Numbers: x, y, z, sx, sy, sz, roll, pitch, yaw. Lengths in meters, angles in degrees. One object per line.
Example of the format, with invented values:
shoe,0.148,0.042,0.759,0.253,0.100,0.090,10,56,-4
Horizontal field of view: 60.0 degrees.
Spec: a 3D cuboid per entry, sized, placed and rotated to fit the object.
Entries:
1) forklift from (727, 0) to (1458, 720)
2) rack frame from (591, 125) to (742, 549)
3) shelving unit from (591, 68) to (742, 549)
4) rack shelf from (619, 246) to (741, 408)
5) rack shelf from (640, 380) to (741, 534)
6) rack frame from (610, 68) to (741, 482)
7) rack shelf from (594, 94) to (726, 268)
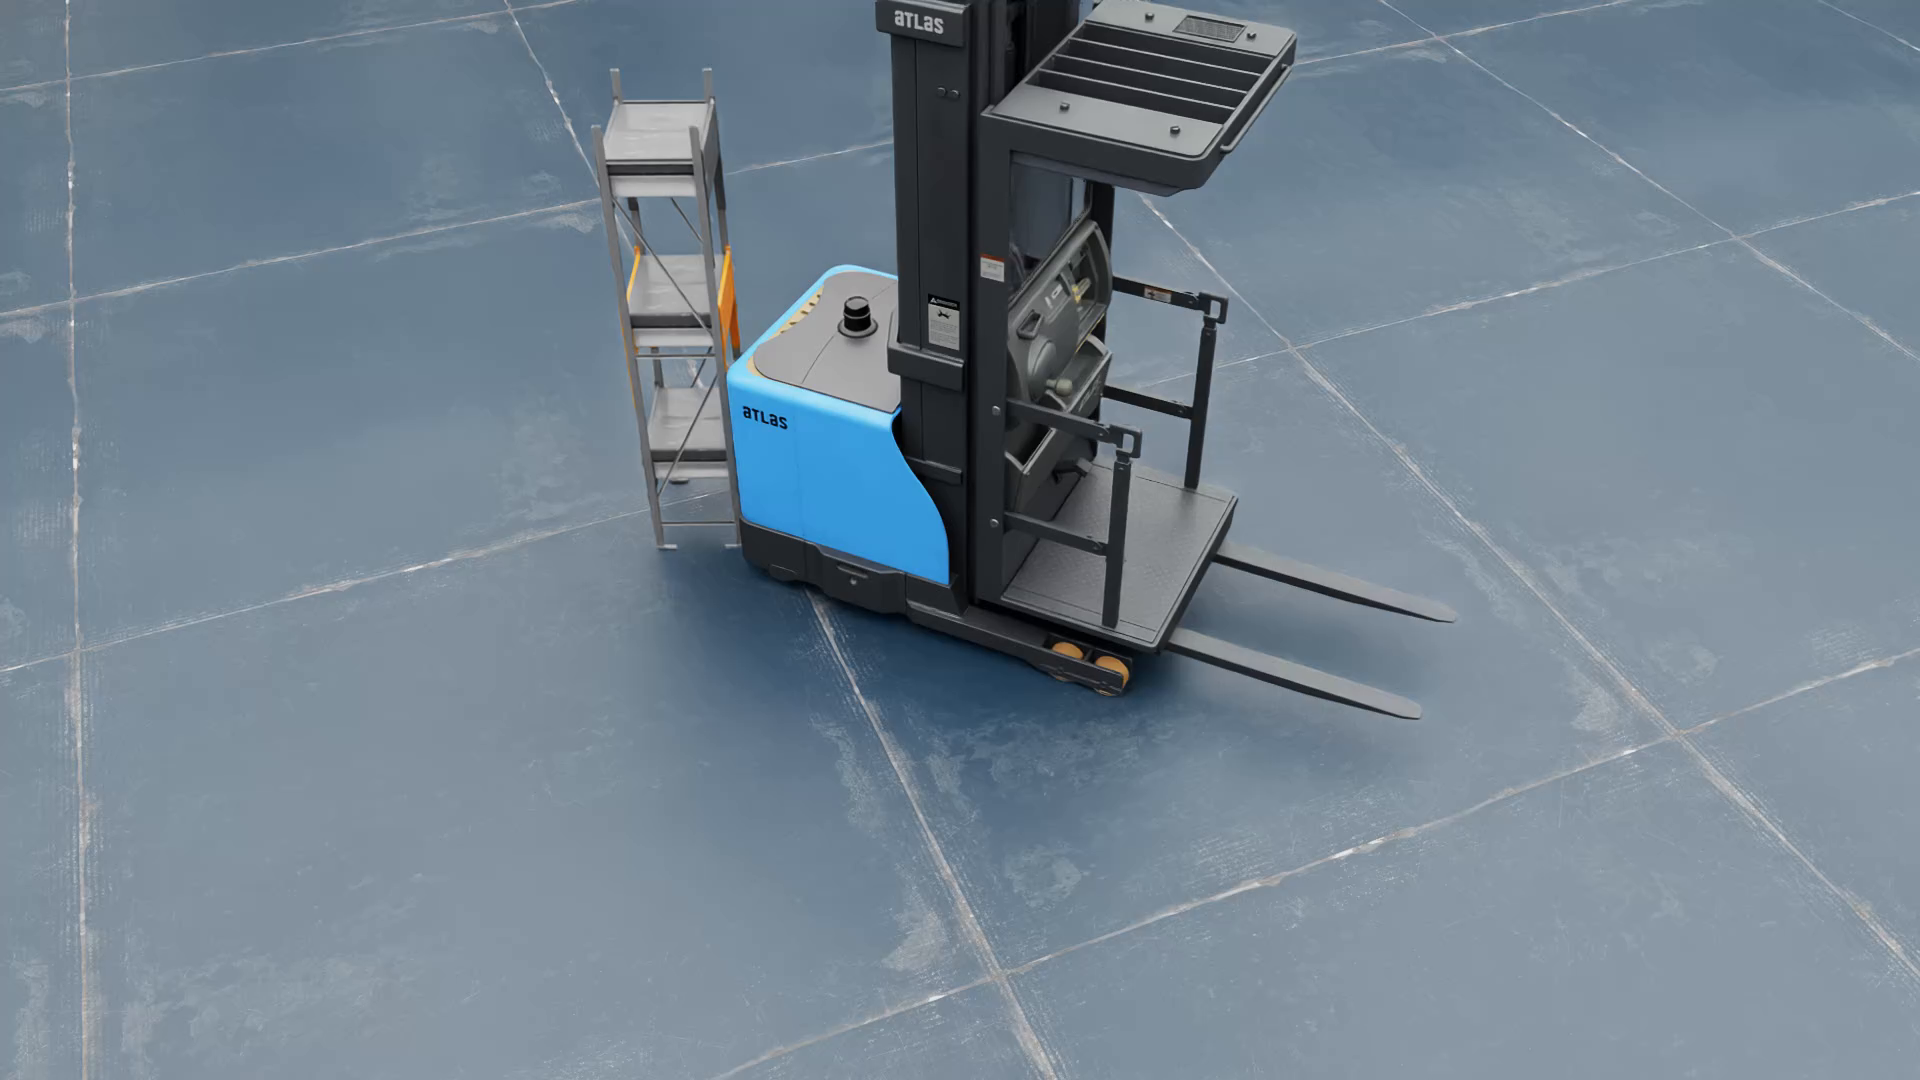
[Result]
forklift,0.577,-0.861,6.422,3.031,2.935,1.130,17,44,19
rack frame,-1.188,-0.762,6.945,0.400,2.100,0.015,0,41,-1
shelving unit,-1.191,-0.921,7.130,0.431,2.100,0.503,0,41,-1
rack shelf,-1.191,-0.911,7.139,0.431,0.518,0.480,0,41,-1
rack shelf,-1.191,-0.380,7.595,0.431,0.518,0.480,0,41,-1
rack frame,-1.194,-1.081,7.315,0.400,2.100,0.015,0,41,-1
rack shelf,-1.191,-1.442,6.682,0.431,0.518,0.480,0,41,-1
